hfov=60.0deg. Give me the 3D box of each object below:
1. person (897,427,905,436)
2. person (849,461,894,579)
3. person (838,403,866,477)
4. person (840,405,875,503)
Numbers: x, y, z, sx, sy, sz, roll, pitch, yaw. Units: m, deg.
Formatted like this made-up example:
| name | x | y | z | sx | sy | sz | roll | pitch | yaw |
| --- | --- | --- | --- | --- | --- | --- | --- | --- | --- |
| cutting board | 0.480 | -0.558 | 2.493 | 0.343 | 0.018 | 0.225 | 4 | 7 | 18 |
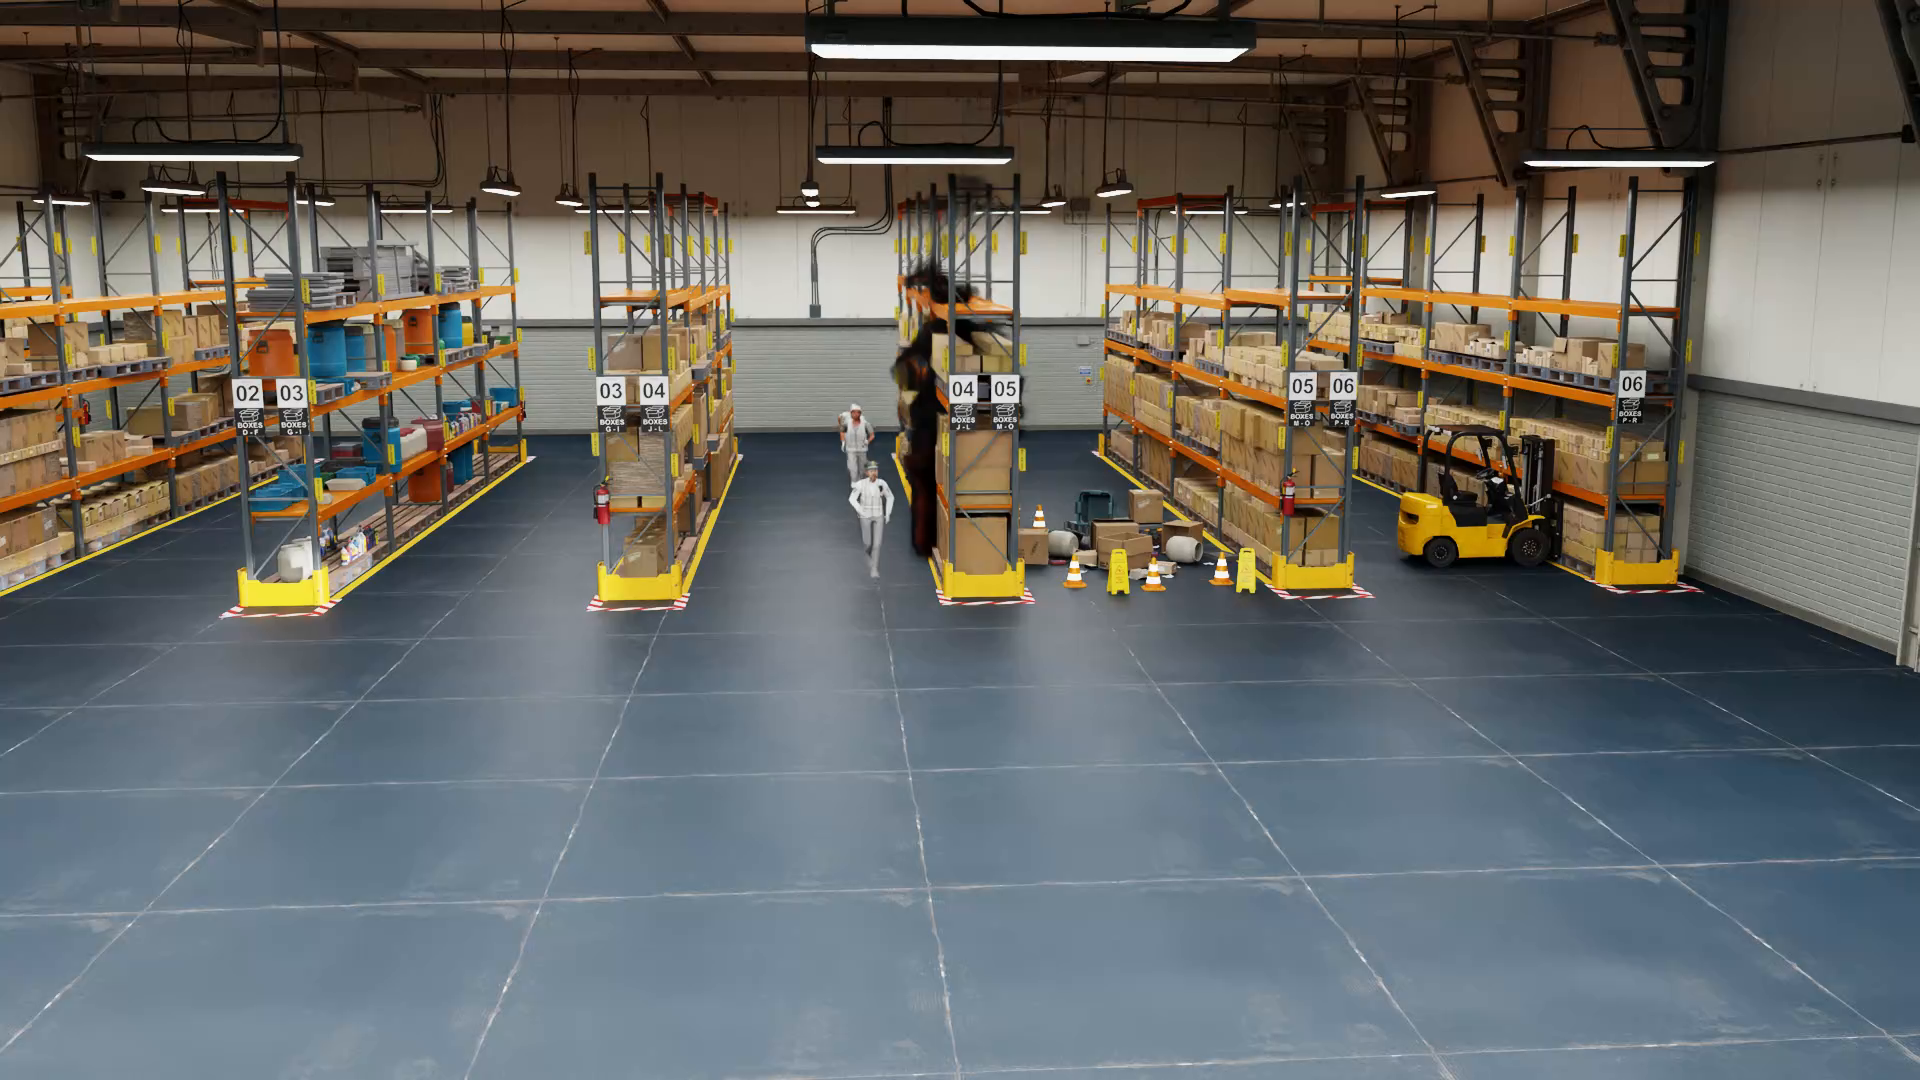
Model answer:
| name | x | y | z | sx | sy | sz | roll | pitch | yaw |
| --- | --- | --- | --- | --- | --- | --- | --- | --- | --- |
| person | -1.322 | -2.983 | 41.123 | 0.494 | 1.436 | 0.625 | 2 | 10 | 9 |
| person | -1.272 | -0.318 | 24.120 | 0.657 | 1.689 | 0.563 | -1 | 10 | -5 |
| person | -2.355 | -2.210 | 36.537 | 0.594 | 1.618 | 0.858 | -2 | 10 | -13 |
| person | -1.923 | -1.622 | 31.143 | 0.663 | 1.815 | 0.816 | 0 | 10 | -2 |
